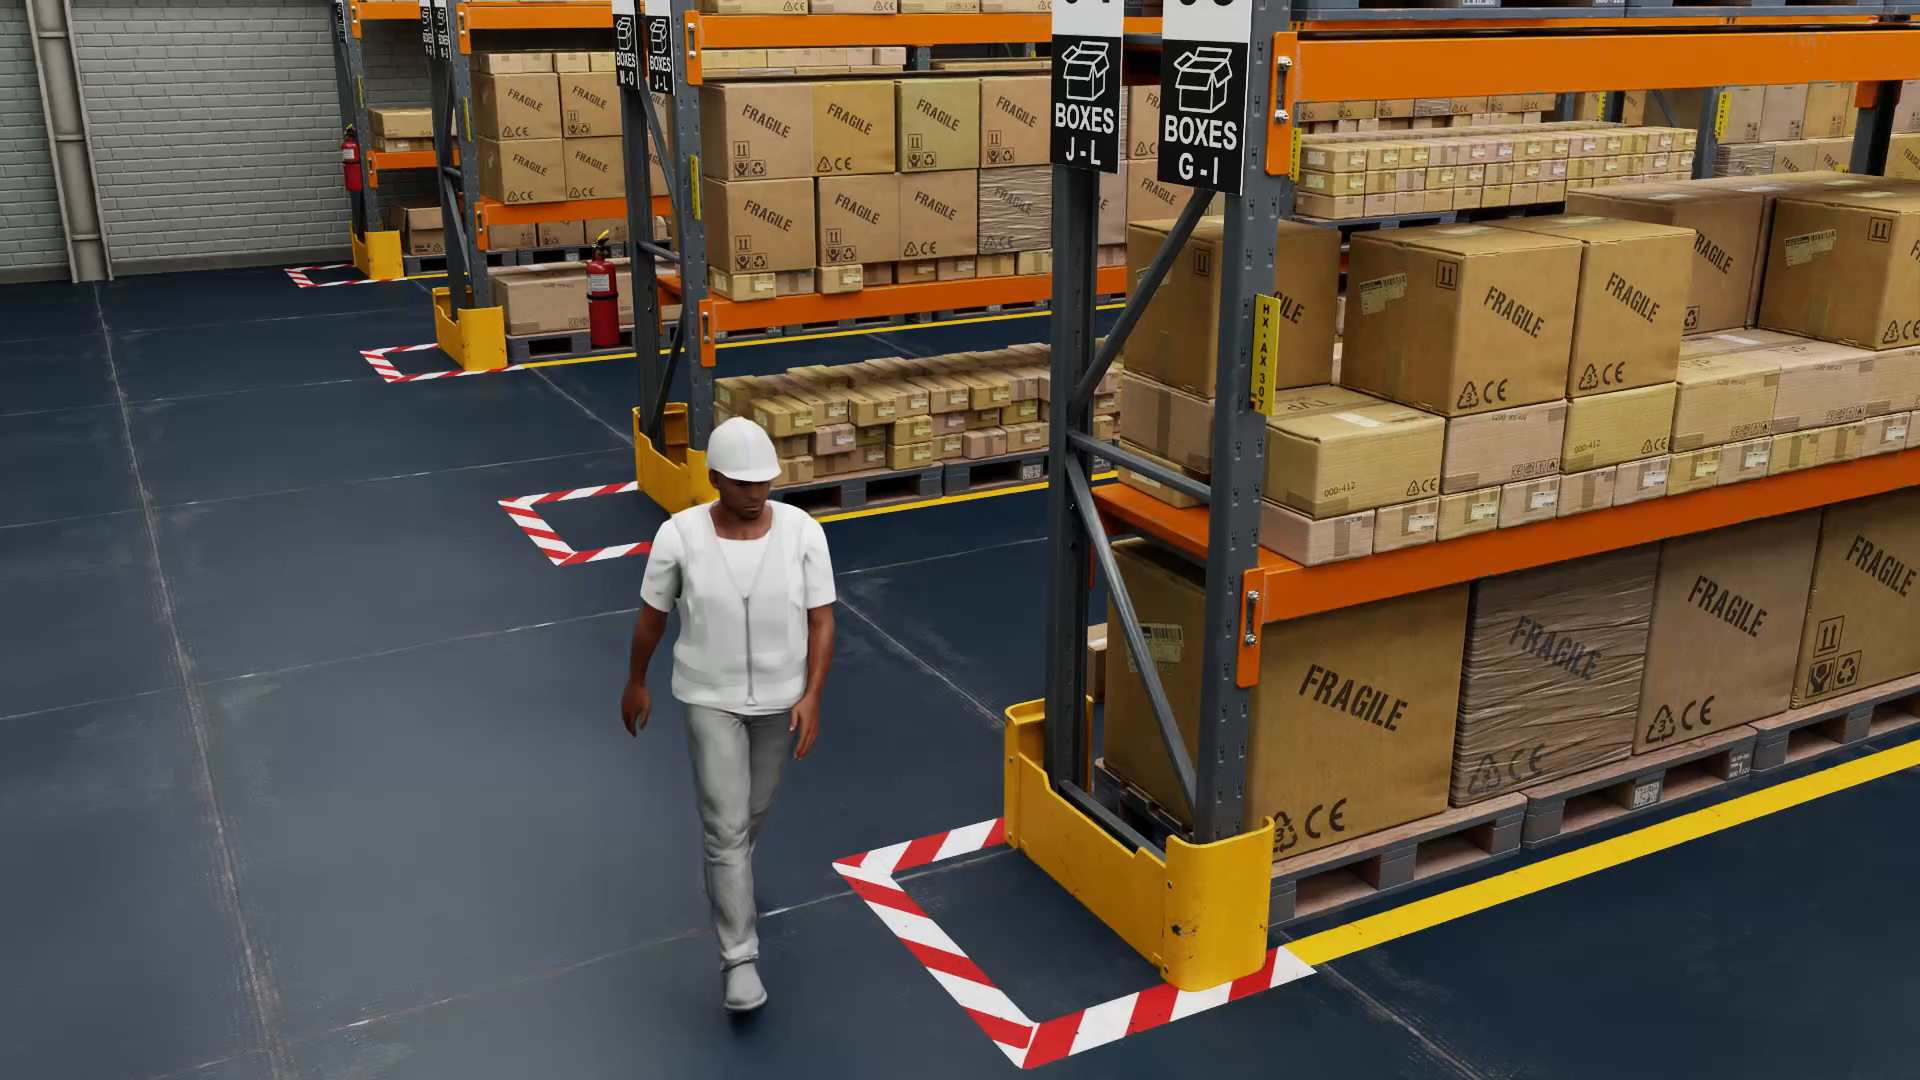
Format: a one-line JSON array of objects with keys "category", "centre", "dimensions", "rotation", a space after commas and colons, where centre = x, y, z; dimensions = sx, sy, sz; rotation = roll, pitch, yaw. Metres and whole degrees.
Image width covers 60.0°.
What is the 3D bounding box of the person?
[{"category": "person", "centre": [-0.687, 0.484, 5.087], "dimensions": [0.657, 1.727, 0.983], "rotation": [-5, 19, -15]}]
